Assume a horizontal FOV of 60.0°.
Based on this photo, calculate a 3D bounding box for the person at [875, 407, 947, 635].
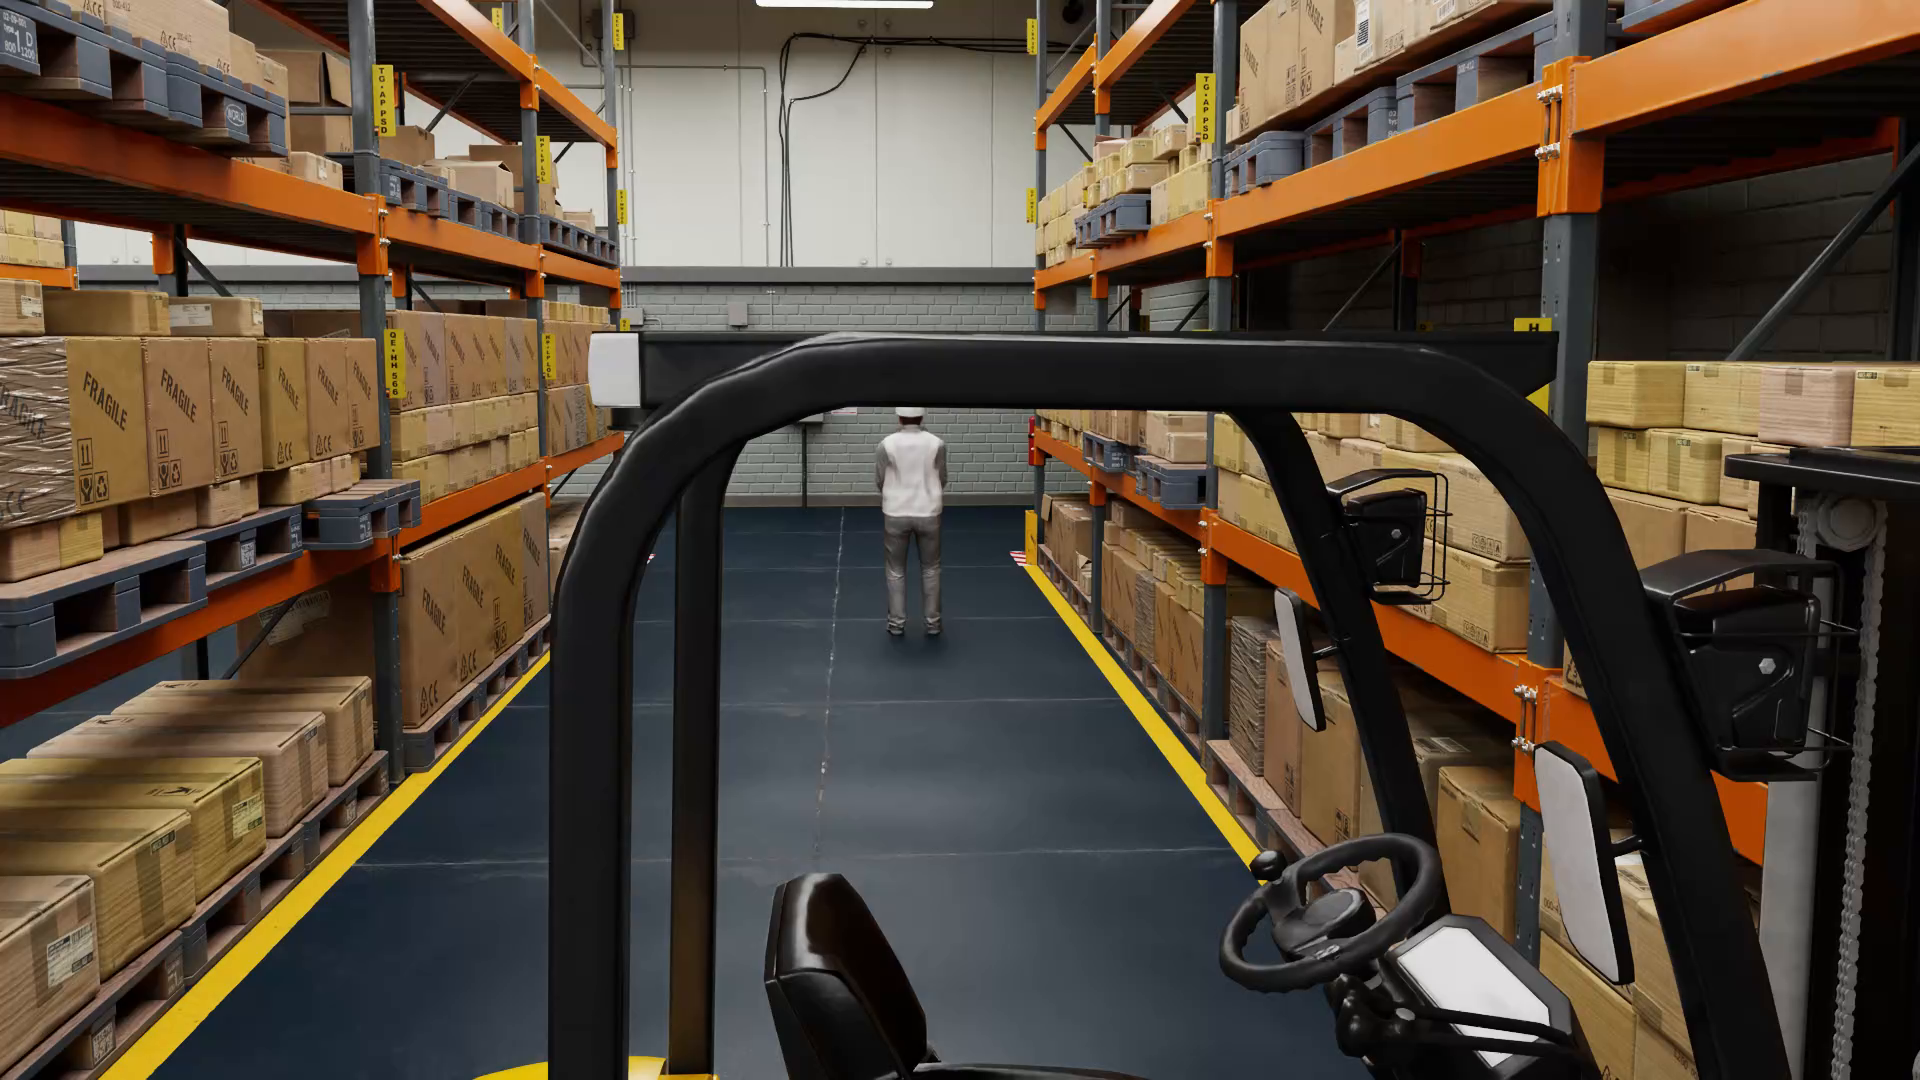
[{"bbox_3d":[-0.361,-0.201,12.289,0.532,1.779,0.522,-1,7,-4],"label":"person"}]
